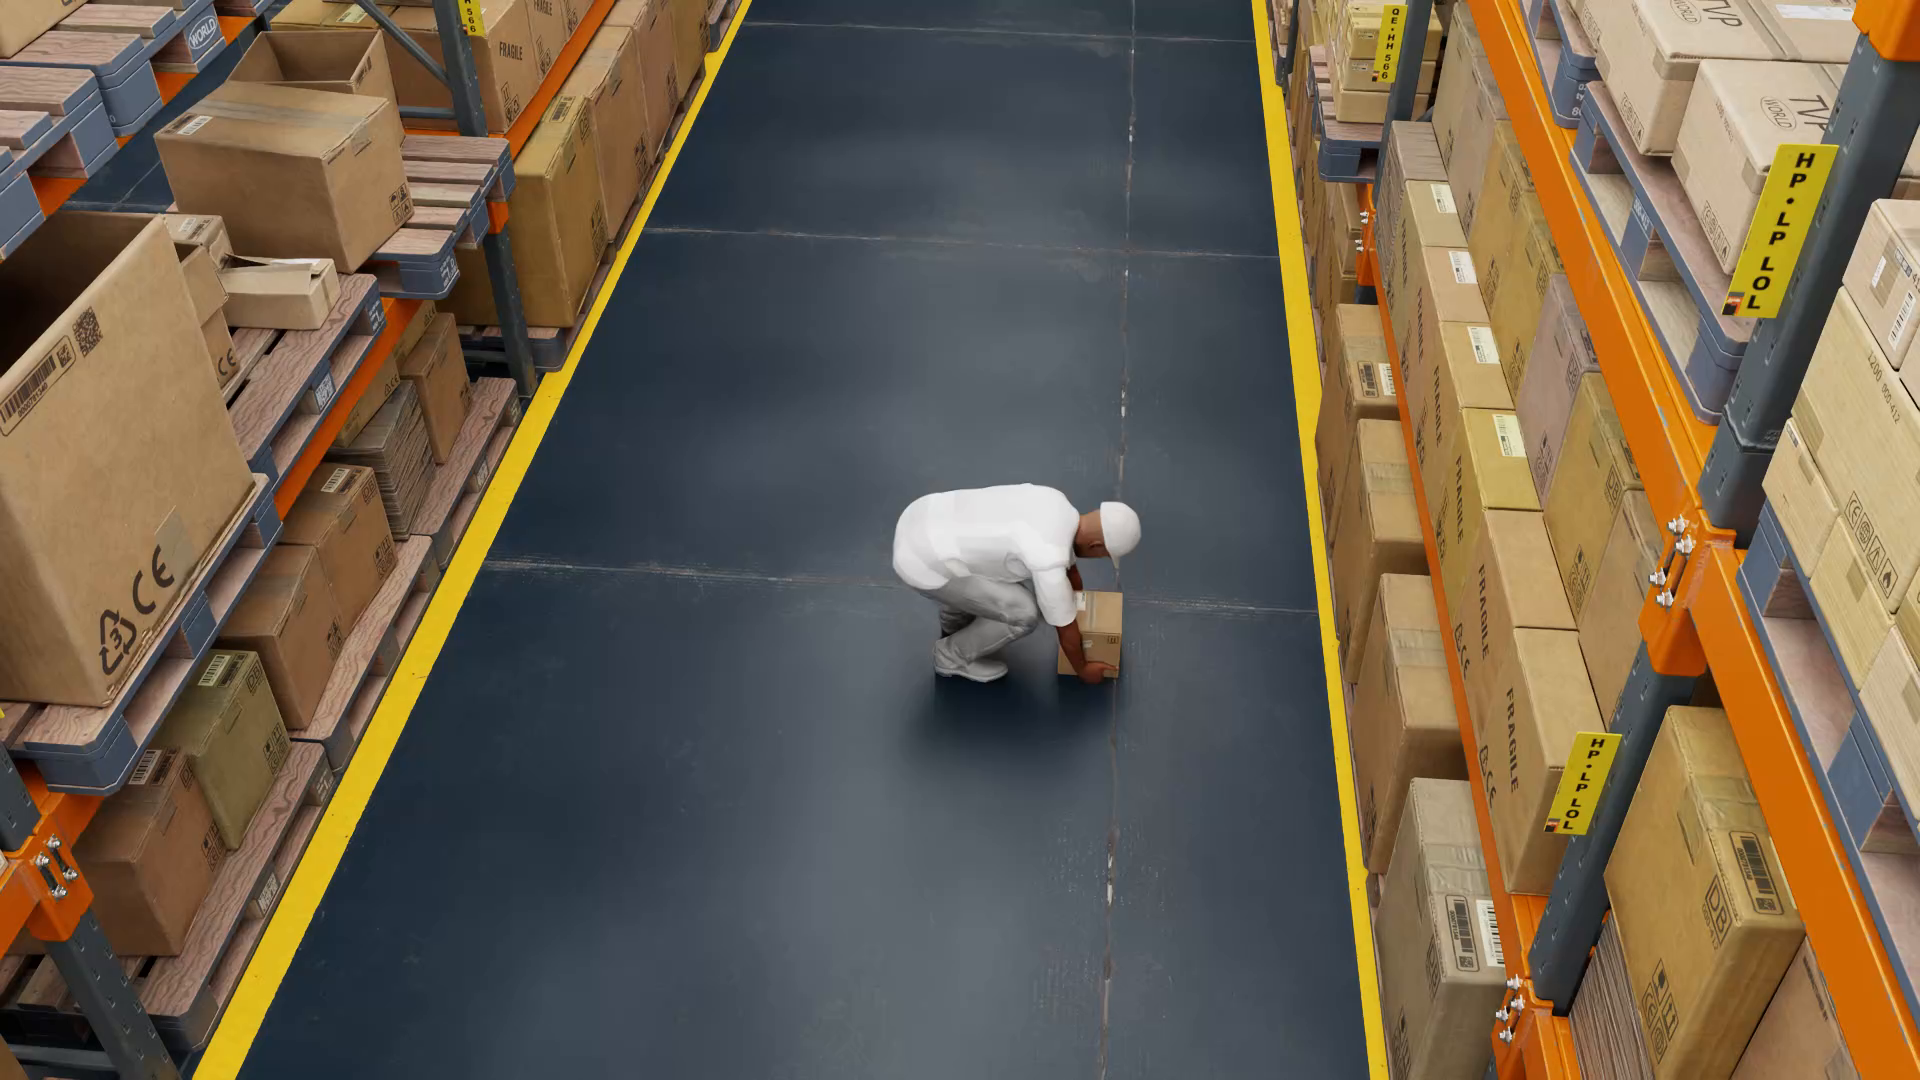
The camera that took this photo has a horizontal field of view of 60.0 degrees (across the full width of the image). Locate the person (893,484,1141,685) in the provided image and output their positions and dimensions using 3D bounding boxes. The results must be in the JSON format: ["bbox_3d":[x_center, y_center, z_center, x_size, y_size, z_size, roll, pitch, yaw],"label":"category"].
[{"bbox_3d":[0.224,0.152,6.717,0.977,0.828,0.519,2,40,3],"label":"person"}]
